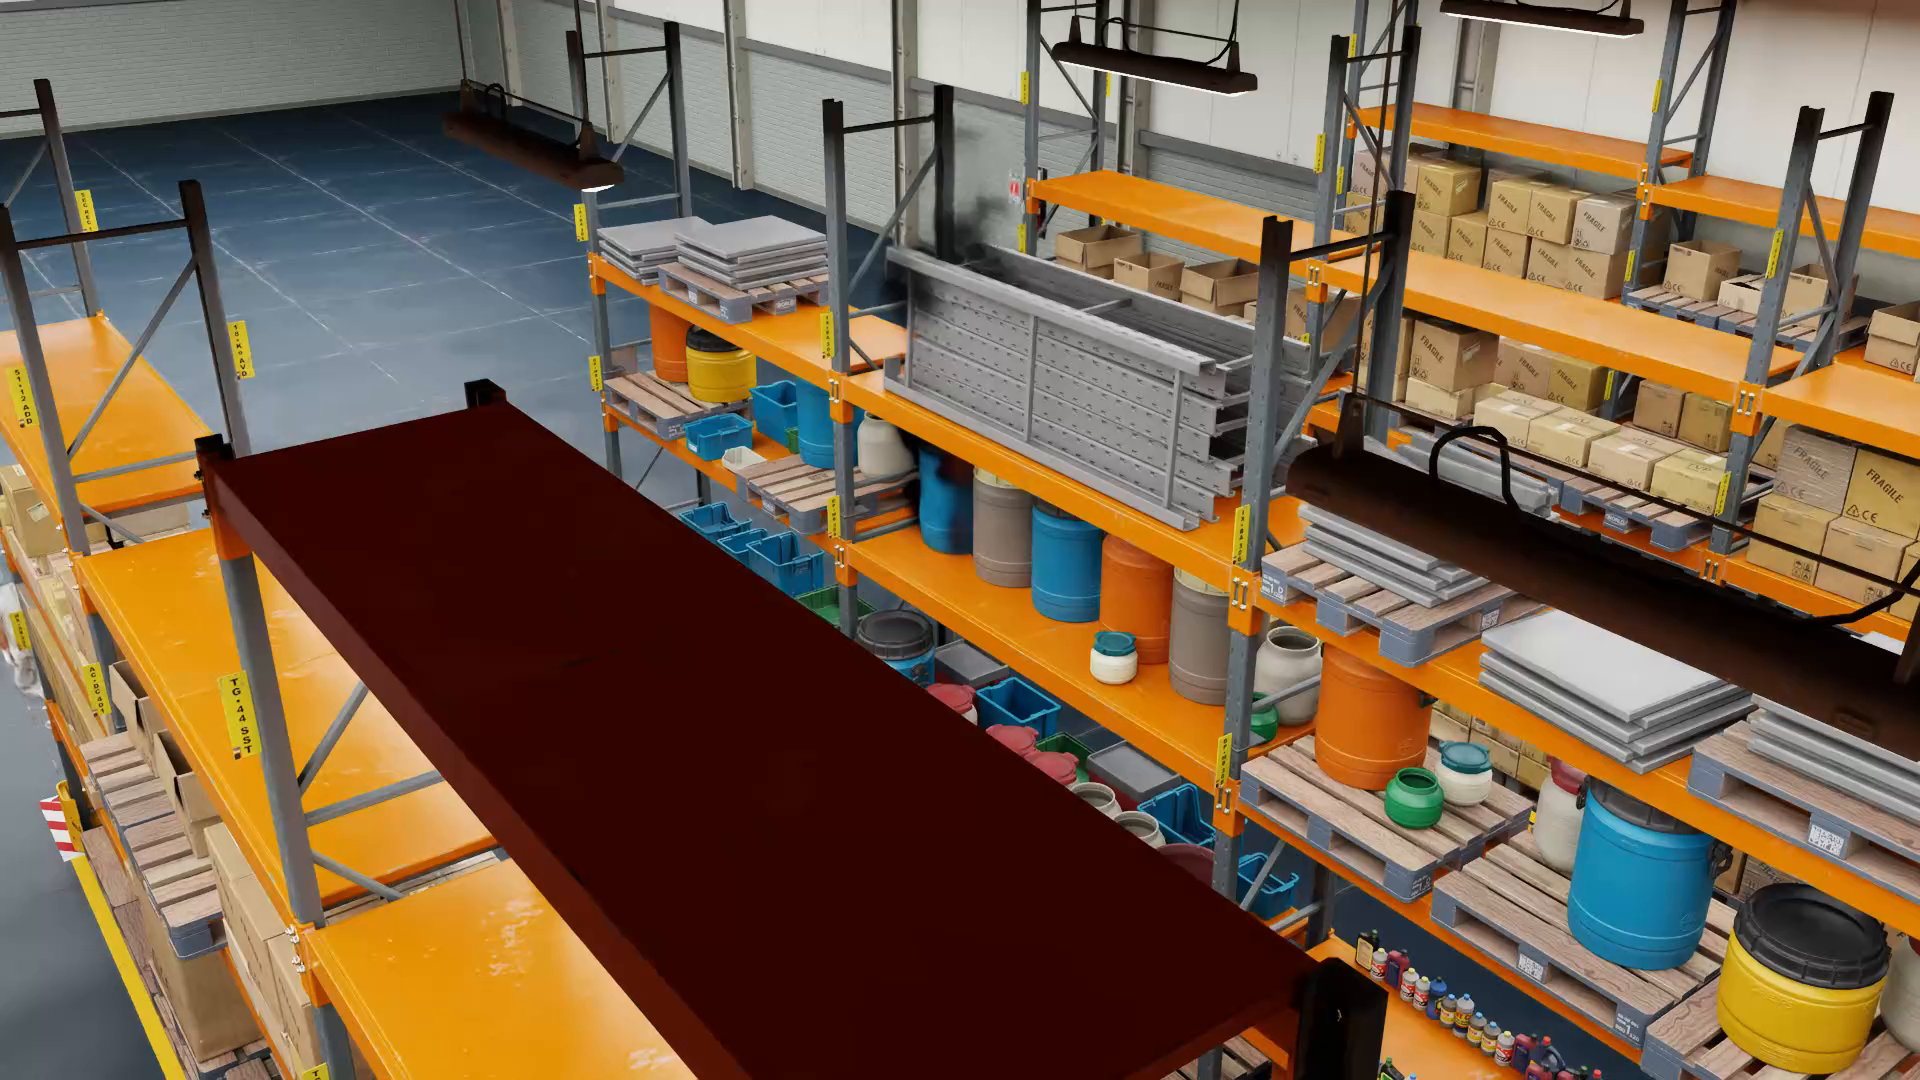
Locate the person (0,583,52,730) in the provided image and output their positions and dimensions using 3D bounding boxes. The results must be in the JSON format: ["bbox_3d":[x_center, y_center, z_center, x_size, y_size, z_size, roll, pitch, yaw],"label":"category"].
[{"bbox_3d":[-8.370,1.007,14.915,0.898,1.616,0.677,5,25,10],"label":"person"}]
